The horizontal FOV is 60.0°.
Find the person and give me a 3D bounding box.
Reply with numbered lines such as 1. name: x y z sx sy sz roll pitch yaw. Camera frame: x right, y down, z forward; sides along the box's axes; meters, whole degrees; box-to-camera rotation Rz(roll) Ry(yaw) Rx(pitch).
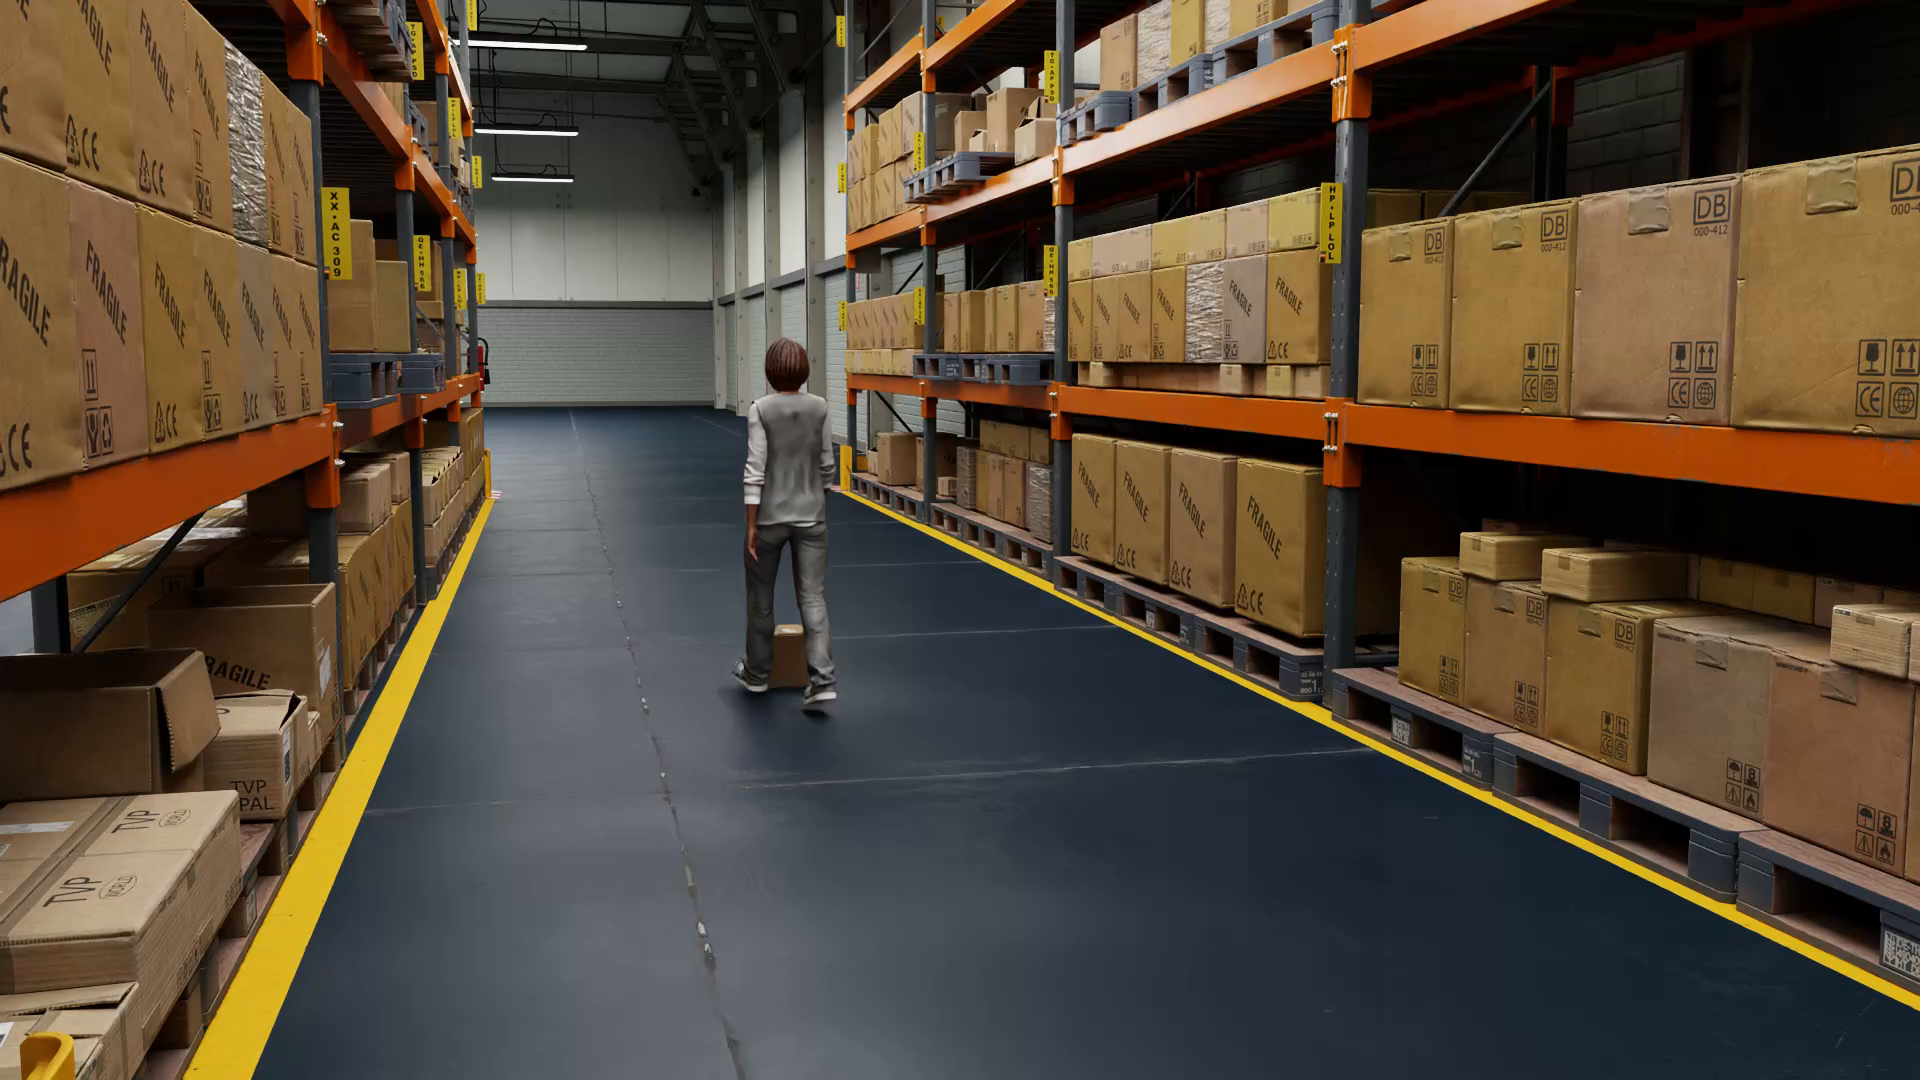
1. person: -0.749 -0.088 7.159 0.427 1.556 0.838 -2 7 -20
